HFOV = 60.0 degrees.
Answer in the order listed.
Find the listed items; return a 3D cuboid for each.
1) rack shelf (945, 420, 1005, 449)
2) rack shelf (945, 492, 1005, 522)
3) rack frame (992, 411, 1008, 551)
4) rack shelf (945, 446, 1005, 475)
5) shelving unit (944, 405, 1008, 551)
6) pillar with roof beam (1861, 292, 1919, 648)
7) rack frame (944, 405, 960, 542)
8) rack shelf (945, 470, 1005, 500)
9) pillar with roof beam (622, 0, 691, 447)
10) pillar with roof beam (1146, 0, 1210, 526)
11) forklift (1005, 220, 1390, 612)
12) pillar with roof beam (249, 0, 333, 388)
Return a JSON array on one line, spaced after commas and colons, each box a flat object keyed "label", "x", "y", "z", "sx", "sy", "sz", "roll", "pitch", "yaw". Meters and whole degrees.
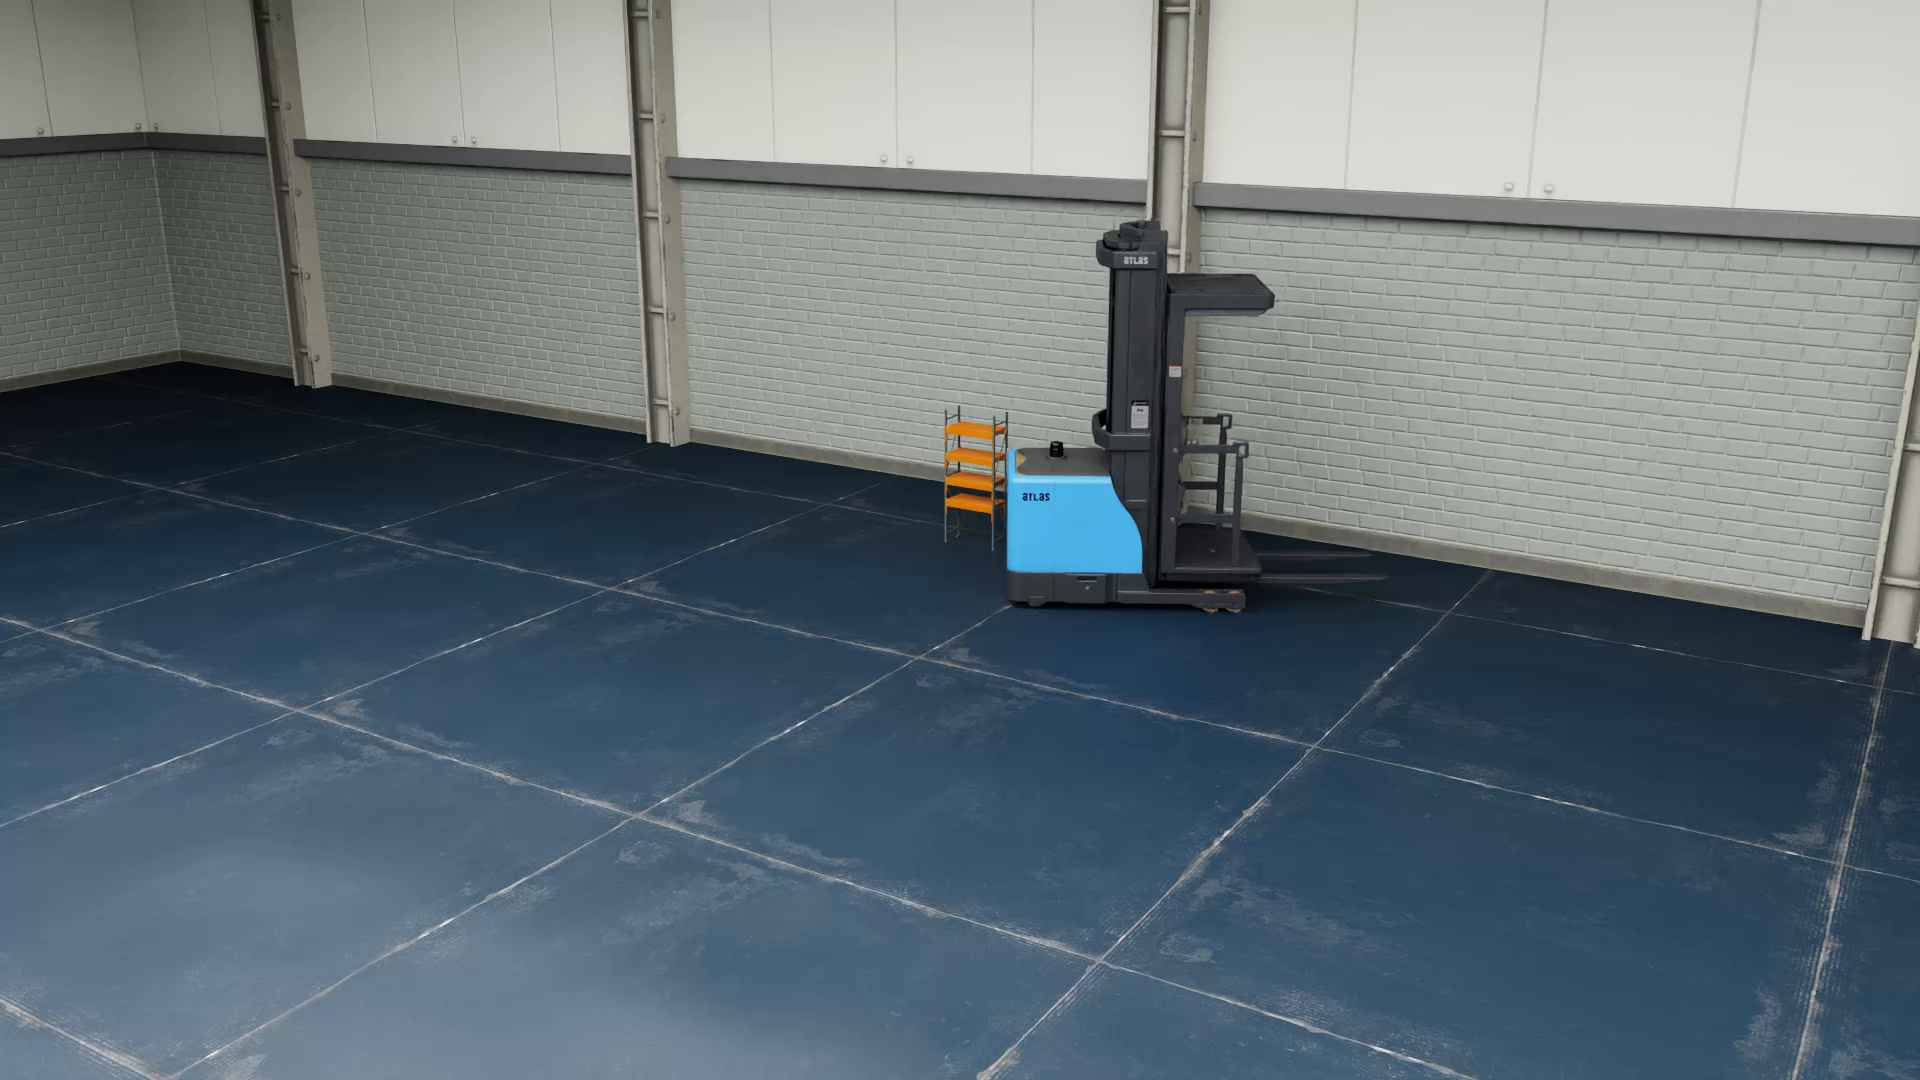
[{"label": "rack shelf", "x": 0.141, "y": -0.925, "z": 14.510, "sx": 0.480, "sy": 0.148, "sz": 0.258, "roll": 10, "pitch": 20, "yaw": 30}, {"label": "rack shelf", "x": 0.141, "y": -0.295, "z": 14.701, "sx": 0.480, "sy": 0.148, "sz": 0.258, "roll": 10, "pitch": 20, "yaw": 30}, {"label": "rack frame", "x": 0.349, "y": -0.512, "z": 14.502, "sx": 0.015, "sy": 1.200, "sz": 0.240, "roll": 10, "pitch": 20, "yaw": 30}, {"label": "rack shelf", "x": 0.141, "y": -0.699, "z": 14.578, "sx": 0.480, "sy": 0.148, "sz": 0.258, "roll": 10, "pitch": 20, "yaw": 30}, {"label": "shelving unit", "x": 0.141, "y": -0.549, "z": 14.624, "sx": 0.503, "sy": 1.200, "sz": 0.258, "roll": 10, "pitch": 20, "yaw": 30}, {"label": "pillar with roof beam", "x": 4.744, "y": -2.507, "z": 7.652, "sx": 0.400, "sy": 9.000, "sz": 9.100, "roll": 10, "pitch": 20, "yaw": 30}, {"label": "rack frame", "x": -0.067, "y": -0.586, "z": 14.746, "sx": 0.015, "sy": 1.200, "sz": 0.240, "roll": 10, "pitch": 20, "yaw": 30}, {"label": "rack shelf", "x": 0.141, "y": -0.485, "z": 14.643, "sx": 0.480, "sy": 0.148, "sz": 0.258, "roll": 10, "pitch": 20, "yaw": 30}, {"label": "pillar with roof beam", "x": -5.482, "y": -4.332, "z": 13.661, "sx": 0.400, "sy": 9.000, "sz": 9.100, "roll": 10, "pitch": 20, "yaw": 30}, {"label": "pillar with roof beam", "x": -0.369, "y": -3.420, "z": 10.657, "sx": 0.400, "sy": 9.000, "sz": 9.100, "roll": 10, "pitch": 20, "yaw": 30}, {"label": "forklift", "x": 1.884, "y": -0.993, "z": 13.108, "sx": 3.031, "sy": 2.935, "sz": 1.130, "roll": 0, "pitch": 17, "yaw": 1}, {"label": "pillar with roof beam", "x": -10.595, "y": -5.245, "z": 16.666, "sx": 0.400, "sy": 9.000, "sz": 9.100, "roll": 10, "pitch": 20, "yaw": 30}]
